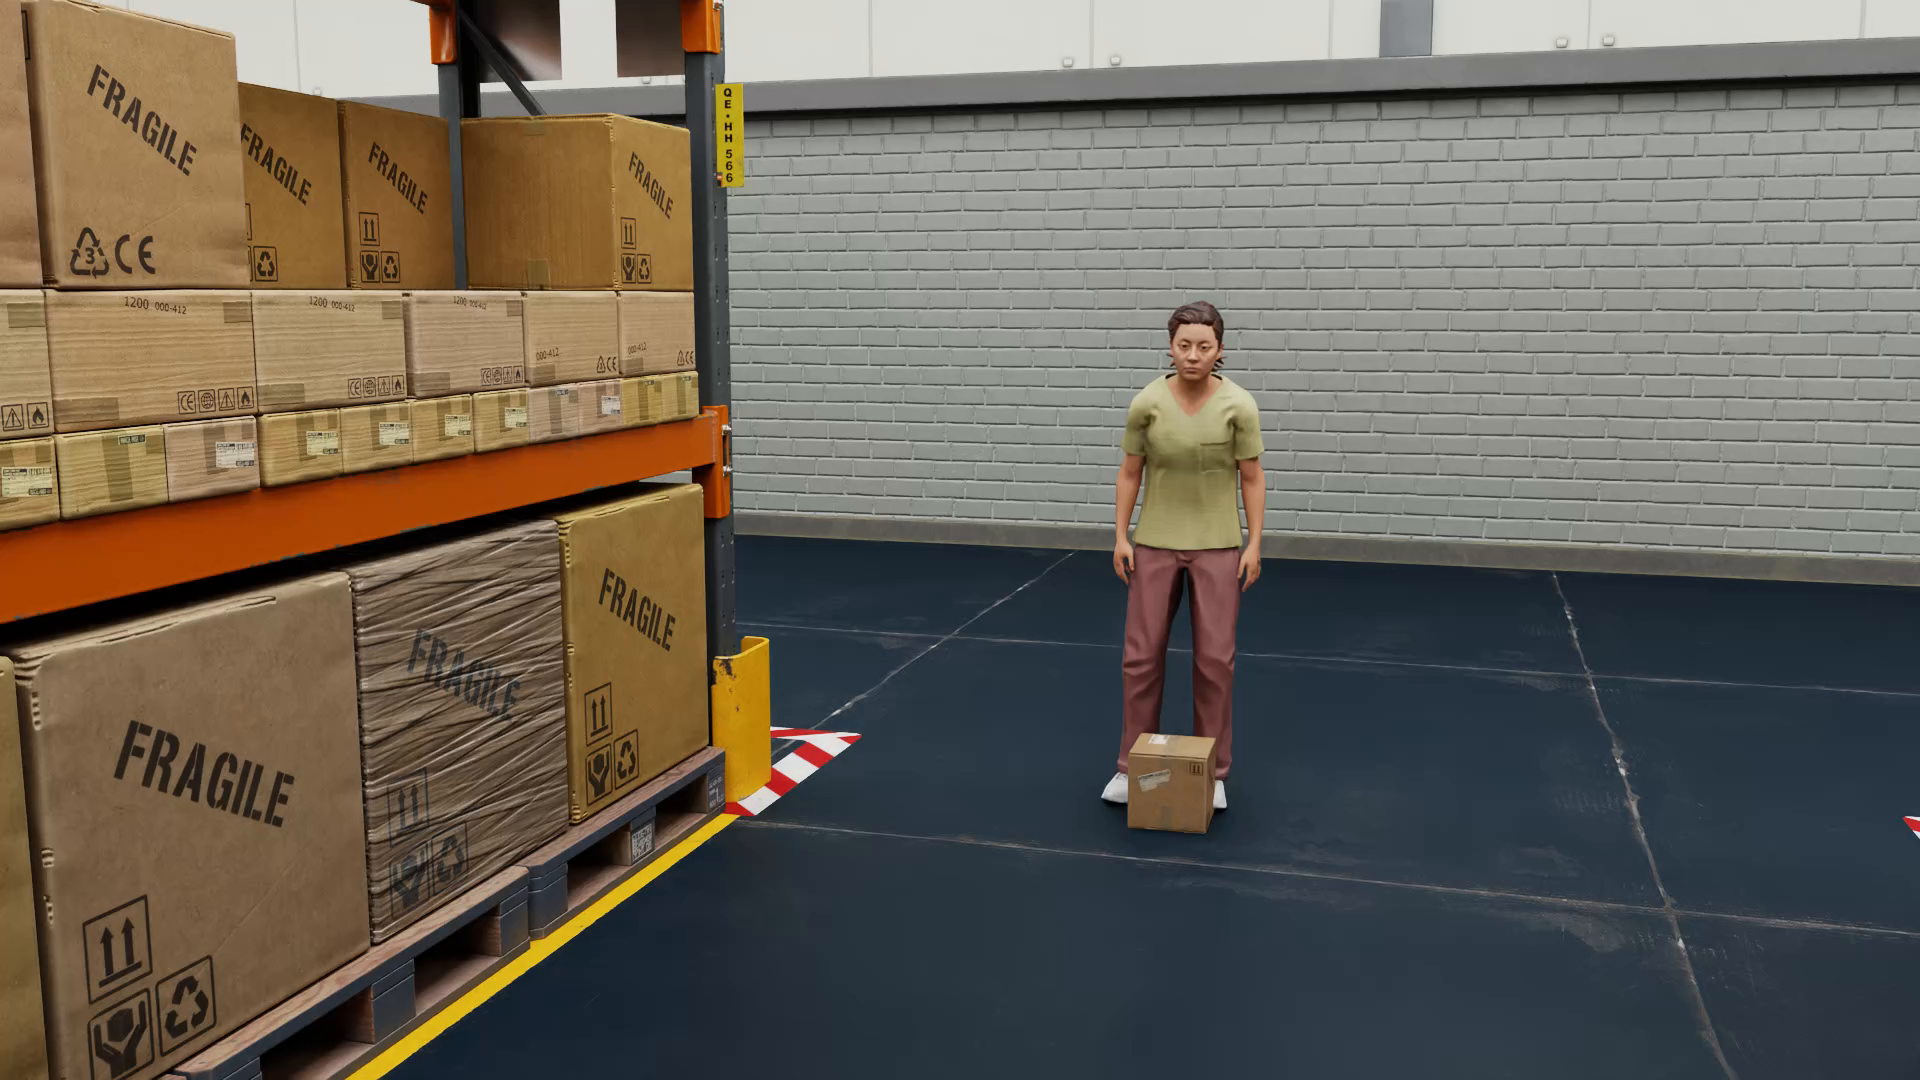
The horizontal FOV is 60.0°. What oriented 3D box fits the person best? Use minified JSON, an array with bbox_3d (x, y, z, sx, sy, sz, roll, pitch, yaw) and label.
[{"bbox_3d":[0.751,0.048,5.525,0.506,1.671,0.362,2,9,13],"label":"person"}]
